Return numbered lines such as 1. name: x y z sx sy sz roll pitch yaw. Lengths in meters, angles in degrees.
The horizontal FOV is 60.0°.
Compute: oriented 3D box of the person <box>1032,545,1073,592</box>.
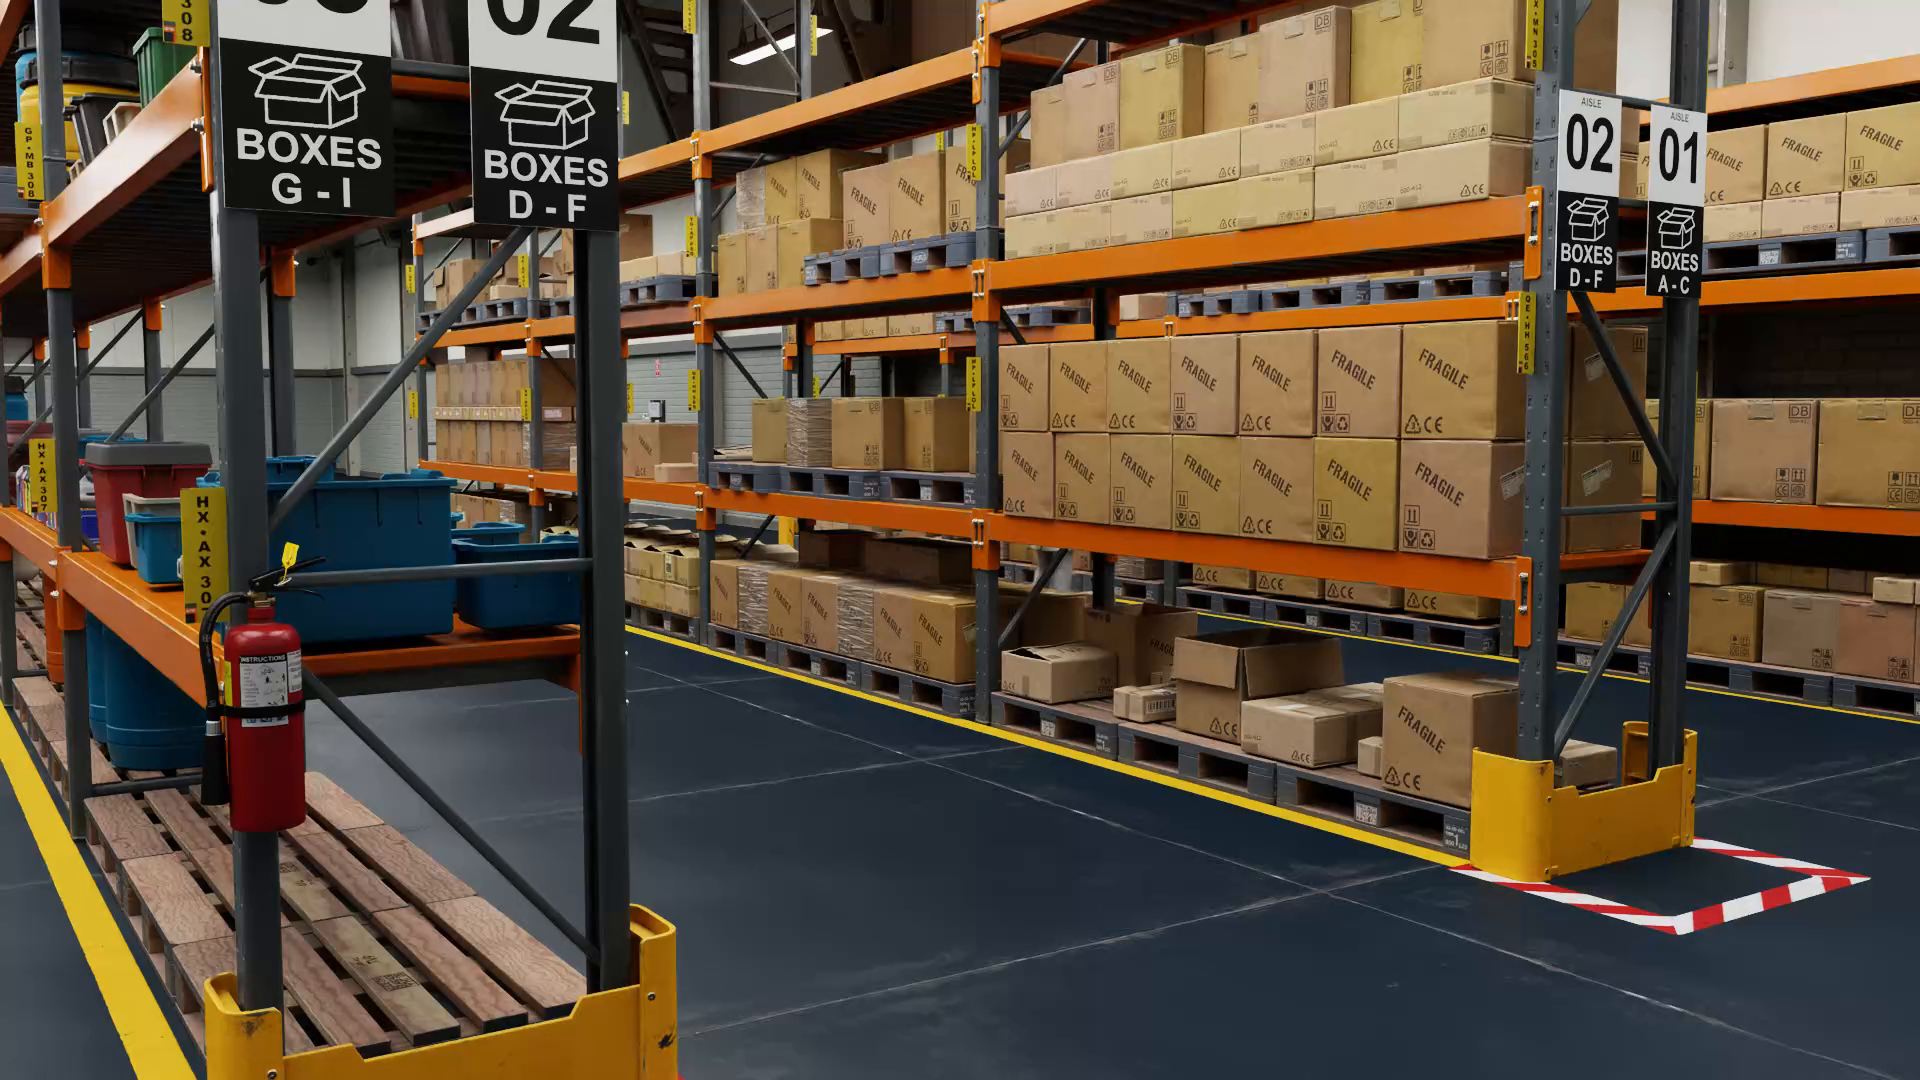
1. person: 0.831 -0.120 14.919 0.395 1.793 0.563 -3 5 -32
